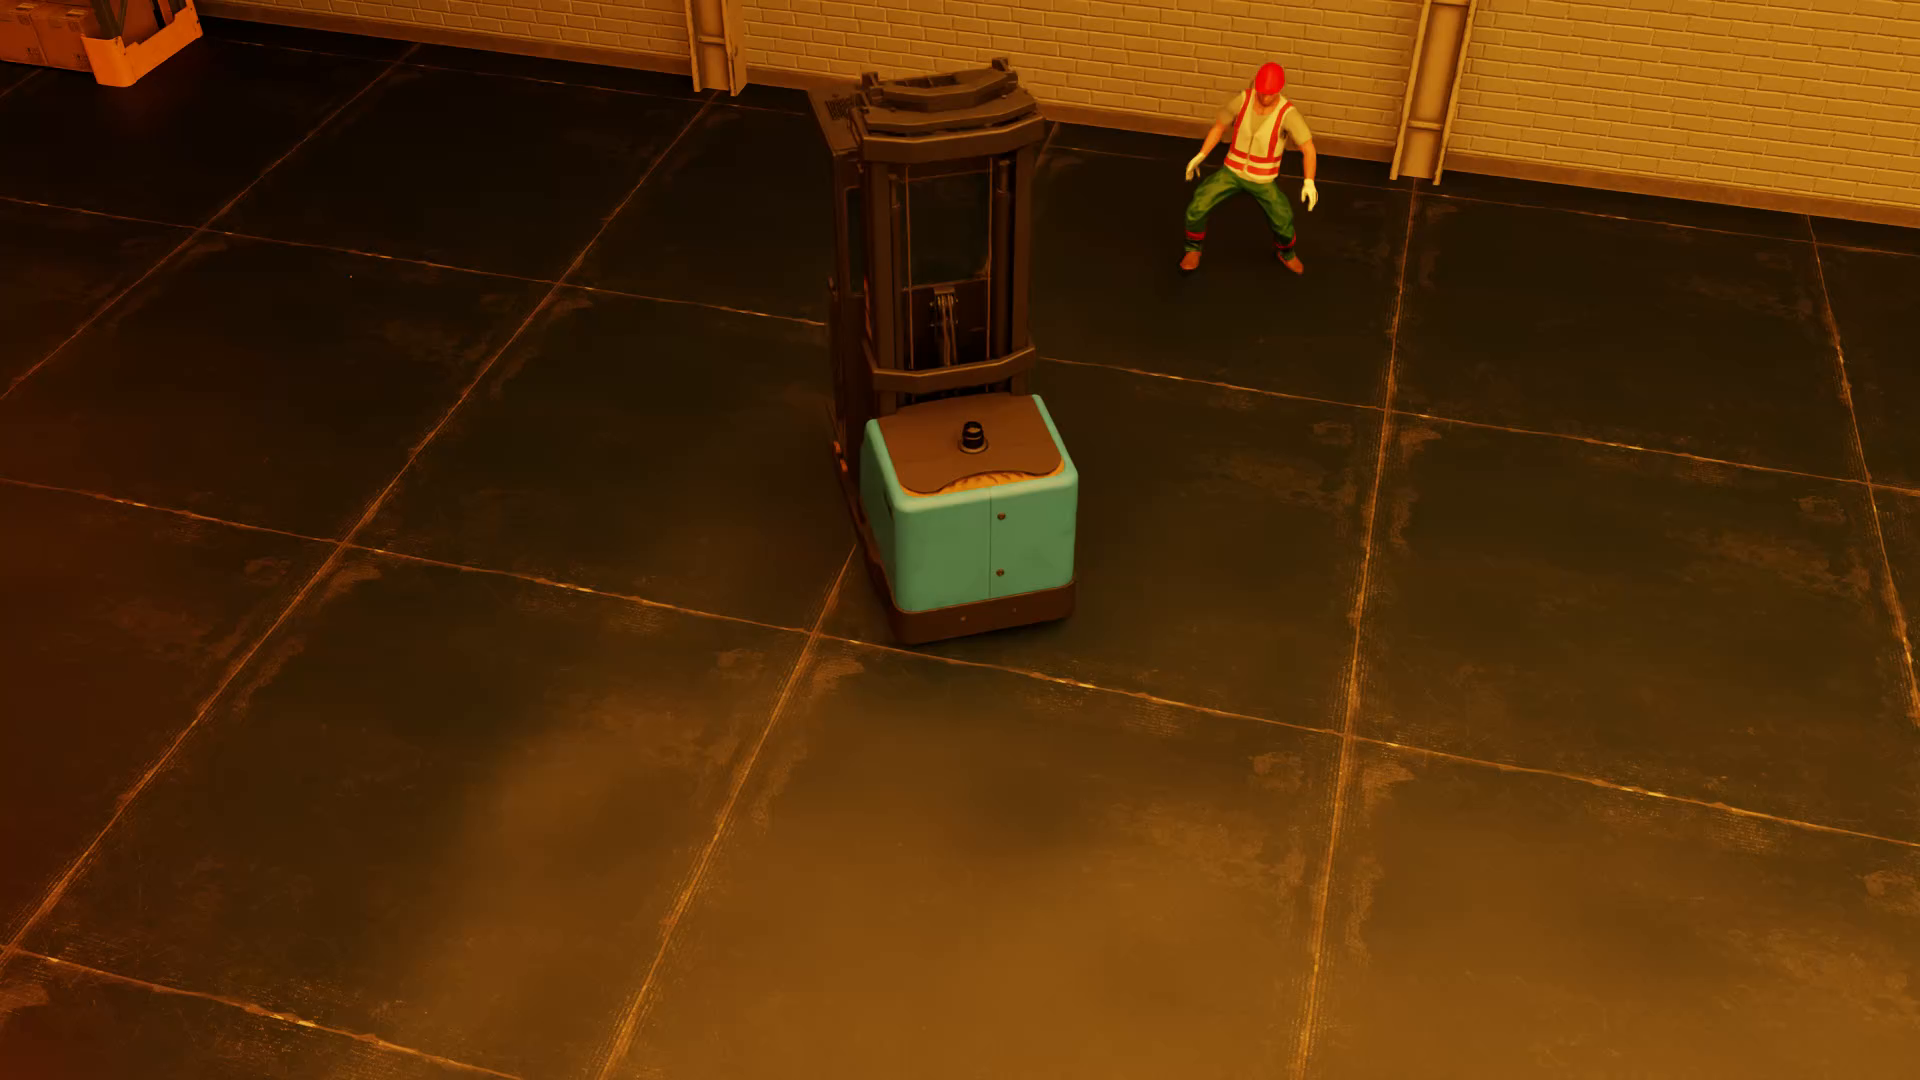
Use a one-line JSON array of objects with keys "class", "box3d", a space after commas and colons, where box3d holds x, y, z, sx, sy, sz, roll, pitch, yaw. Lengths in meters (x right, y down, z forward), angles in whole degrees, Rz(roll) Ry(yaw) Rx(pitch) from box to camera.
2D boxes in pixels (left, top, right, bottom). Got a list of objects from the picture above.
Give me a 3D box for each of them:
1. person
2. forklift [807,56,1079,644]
[{"class": "person", "box3d": [2.116, -2.614, 11.847, 0.996, 1.645, 0.702, 18, 44, 20]}, {"class": "forklift", "box3d": [-0.209, -1.501, 9.573, 1.130, 2.935, 3.031, -10, 42, -11]}]
